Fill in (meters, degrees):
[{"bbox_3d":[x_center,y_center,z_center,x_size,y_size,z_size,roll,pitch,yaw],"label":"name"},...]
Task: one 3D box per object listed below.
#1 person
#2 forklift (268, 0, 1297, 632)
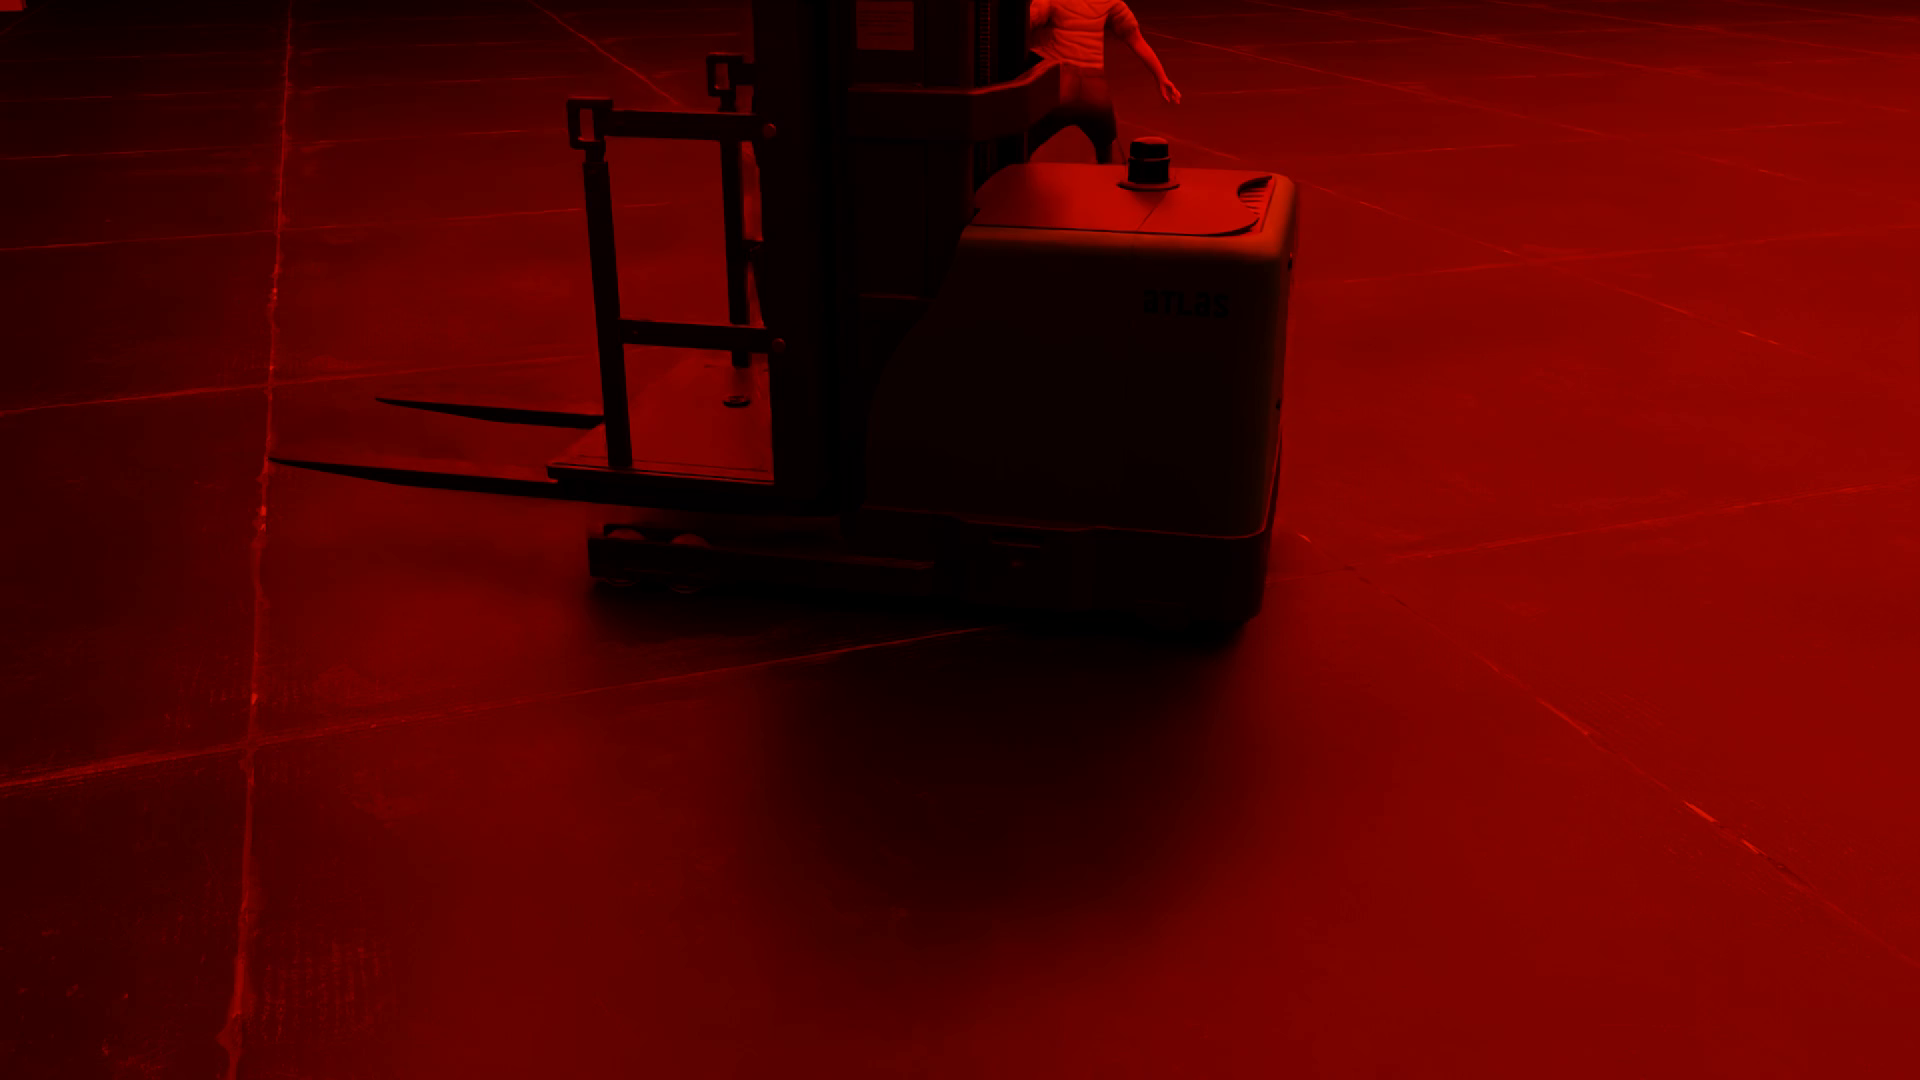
[{"bbox_3d":[0.626,-2.291,8.745,0.961,1.579,0.523,-6,23,-13],"label":"person"},{"bbox_3d":[-0.578,-1.391,4.607,3.031,2.935,1.130,5,23,12],"label":"forklift"}]
